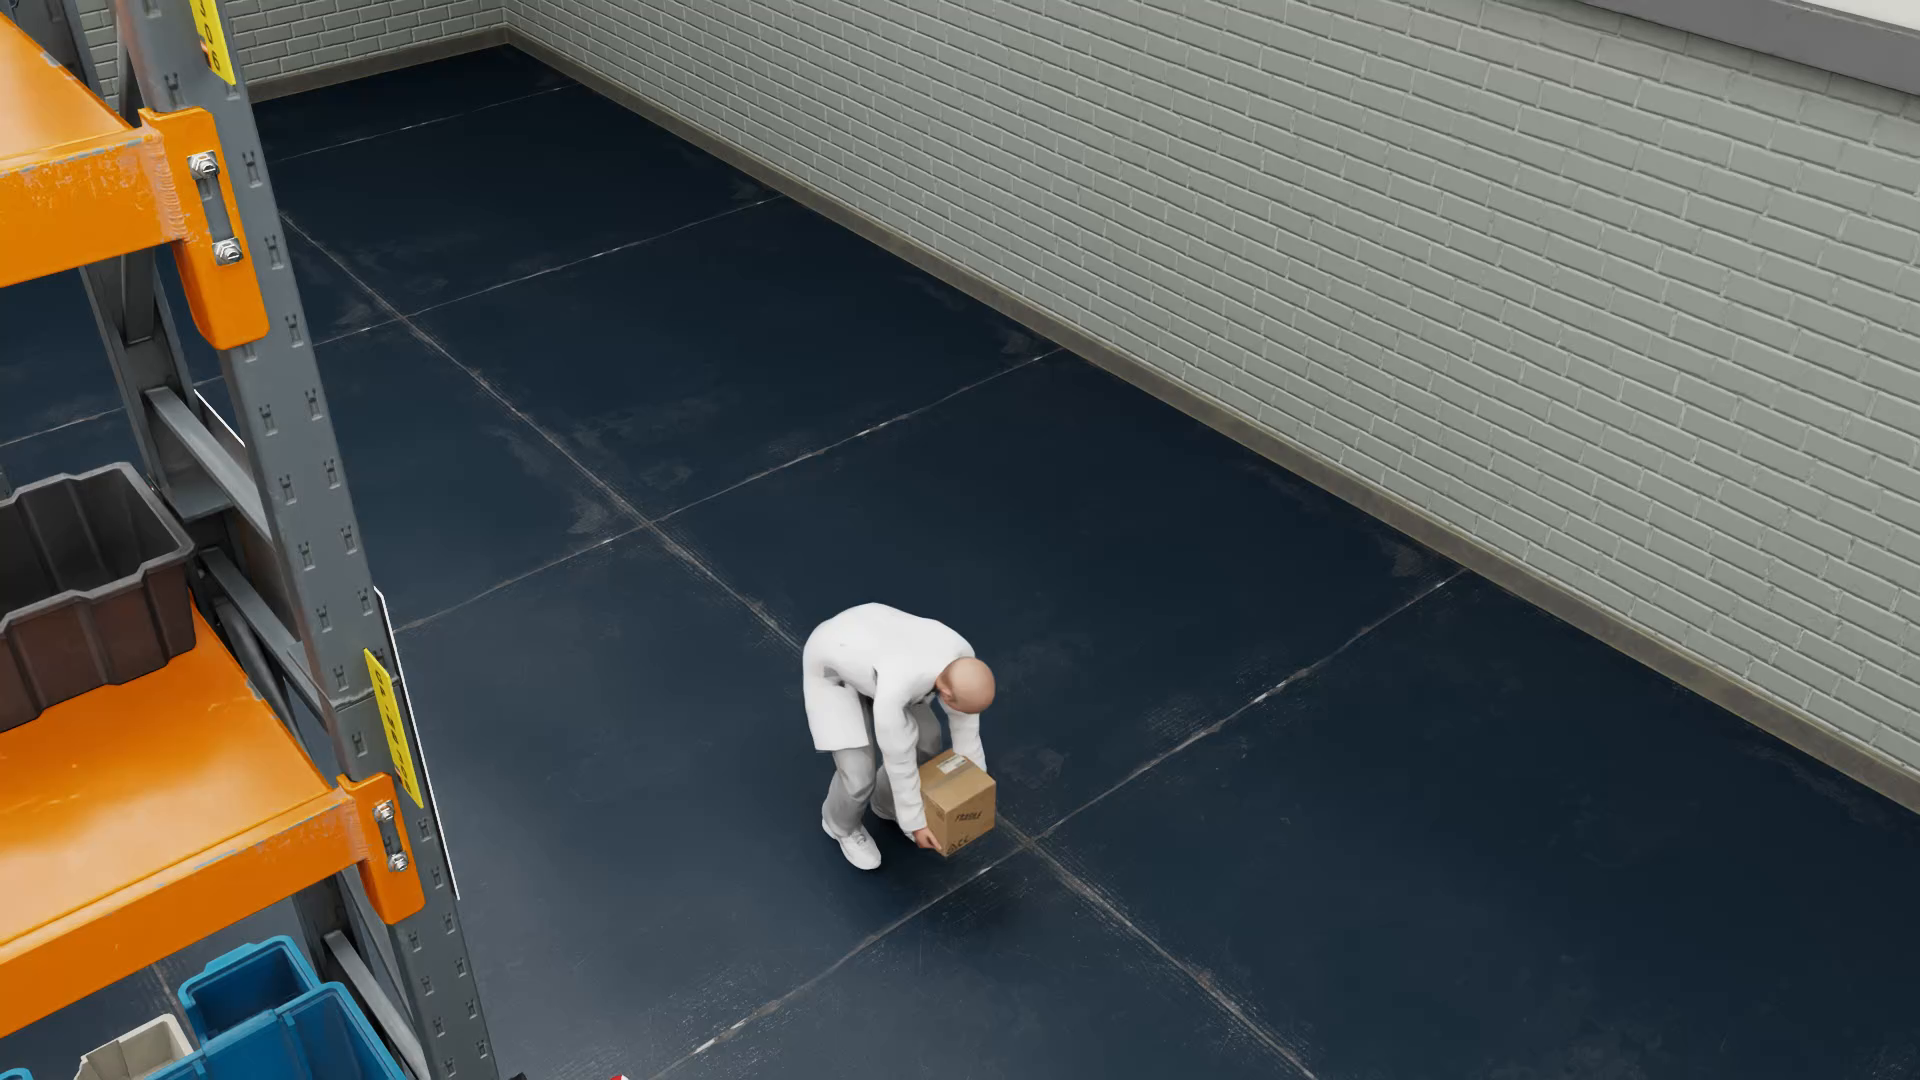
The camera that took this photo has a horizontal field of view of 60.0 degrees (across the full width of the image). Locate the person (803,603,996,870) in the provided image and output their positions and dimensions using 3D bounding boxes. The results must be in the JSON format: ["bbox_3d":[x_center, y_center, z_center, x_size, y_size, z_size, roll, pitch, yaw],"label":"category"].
[{"bbox_3d":[-0.224,0.793,6.451,0.568,1.232,0.922,-28,44,-33],"label":"person"}]
